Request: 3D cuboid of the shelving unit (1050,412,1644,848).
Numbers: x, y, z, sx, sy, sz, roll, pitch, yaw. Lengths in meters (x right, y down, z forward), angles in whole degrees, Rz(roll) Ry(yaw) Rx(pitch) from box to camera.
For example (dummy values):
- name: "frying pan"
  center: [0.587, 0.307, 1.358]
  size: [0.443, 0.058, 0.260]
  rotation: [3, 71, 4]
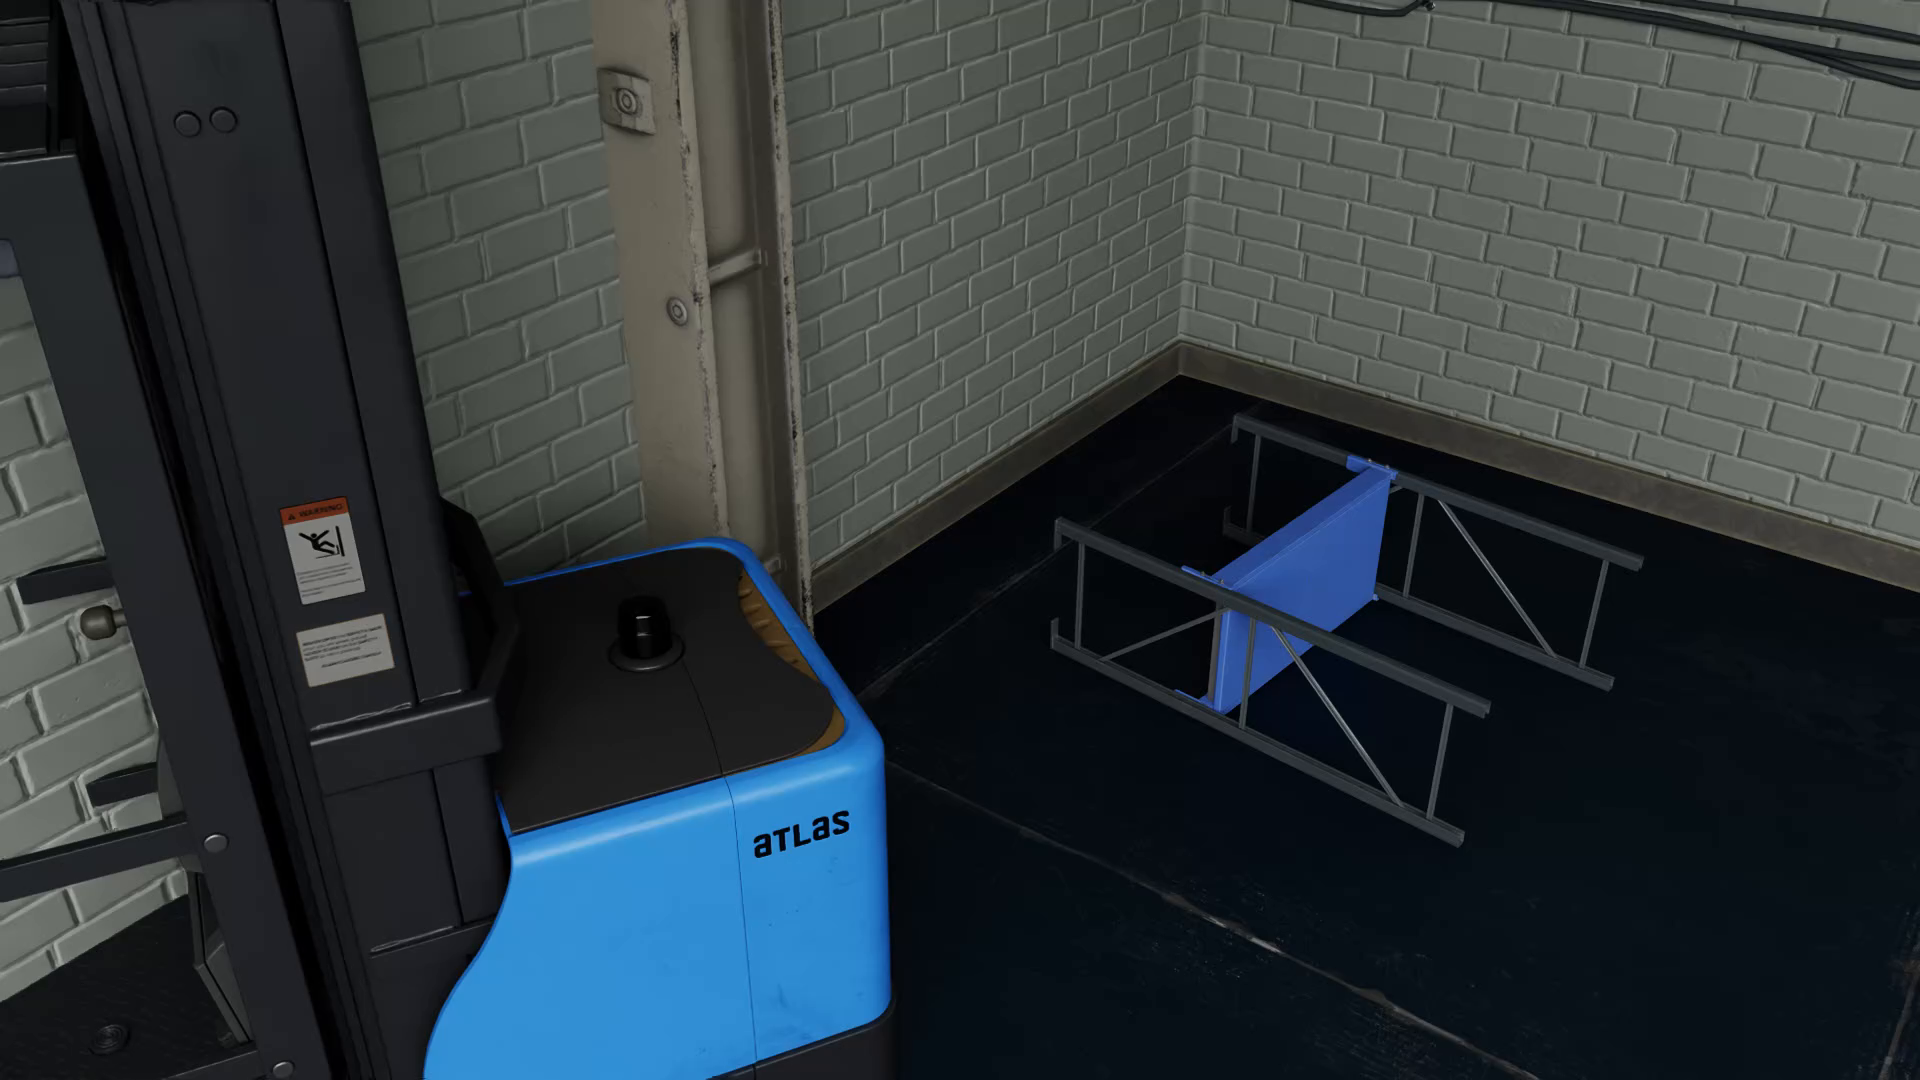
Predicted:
- name: "shelving unit"
  center: [1.211, 0.208, 5.372]
  size: [1.500, 0.538, 1.048]
  rotation: [25, 39, 35]

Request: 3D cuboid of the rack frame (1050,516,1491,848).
- name: "rack frame"
  center: [0.870, 0.400, 5.047]
  size: [1.500, 0.500, 0.032]
  rotation: [25, 39, 35]

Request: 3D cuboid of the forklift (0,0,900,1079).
- name: "forklift"
  center: [-1.704, 0.174, 3.081]
  size: [3.031, 2.935, 1.130]
  rotation: [-13, 33, -21]

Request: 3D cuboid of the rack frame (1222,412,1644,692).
- name: "rack frame"
  center: [1.551, 0.015, 5.696]
  size: [1.500, 0.500, 0.032]
  rotation: [25, 39, 35]

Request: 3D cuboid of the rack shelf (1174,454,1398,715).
- name: "rack shelf"
  center: [1.077, 0.146, 5.475]
  size: [0.185, 0.538, 1.000]
  rotation: [25, 39, 35]

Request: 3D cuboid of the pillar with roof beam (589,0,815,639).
- name: "pillar with roof beam"
  center: [2.725, -2.052, 0.886]
  size: [9.100, 9.000, 0.400]
  rotation: [21, 37, 31]
